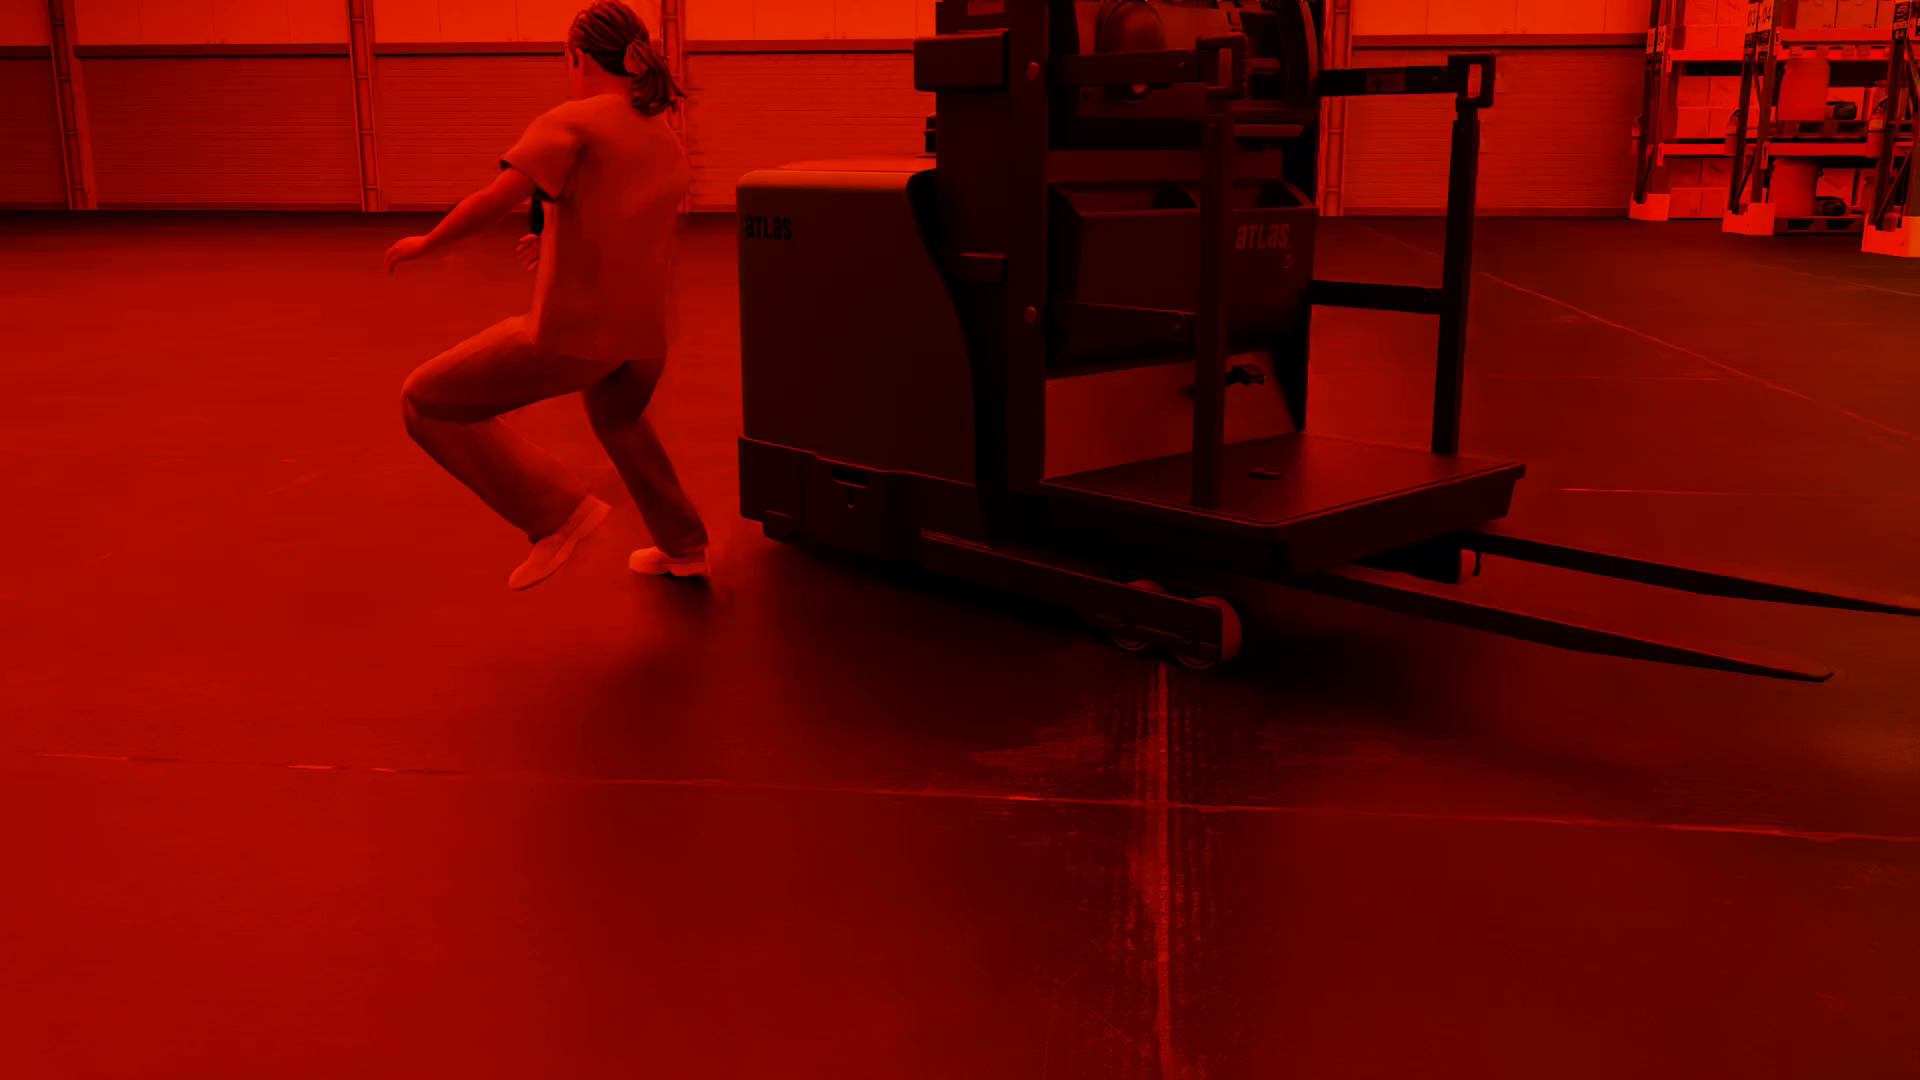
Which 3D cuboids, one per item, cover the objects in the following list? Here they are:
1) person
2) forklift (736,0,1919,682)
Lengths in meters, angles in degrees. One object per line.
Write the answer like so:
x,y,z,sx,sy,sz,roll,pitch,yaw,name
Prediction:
-0.972,-0.554,4.087,0.732,1.477,0.809,9,16,35,person
0.719,-1.269,3.935,1.130,2.935,3.031,-12,18,-42,forklift
